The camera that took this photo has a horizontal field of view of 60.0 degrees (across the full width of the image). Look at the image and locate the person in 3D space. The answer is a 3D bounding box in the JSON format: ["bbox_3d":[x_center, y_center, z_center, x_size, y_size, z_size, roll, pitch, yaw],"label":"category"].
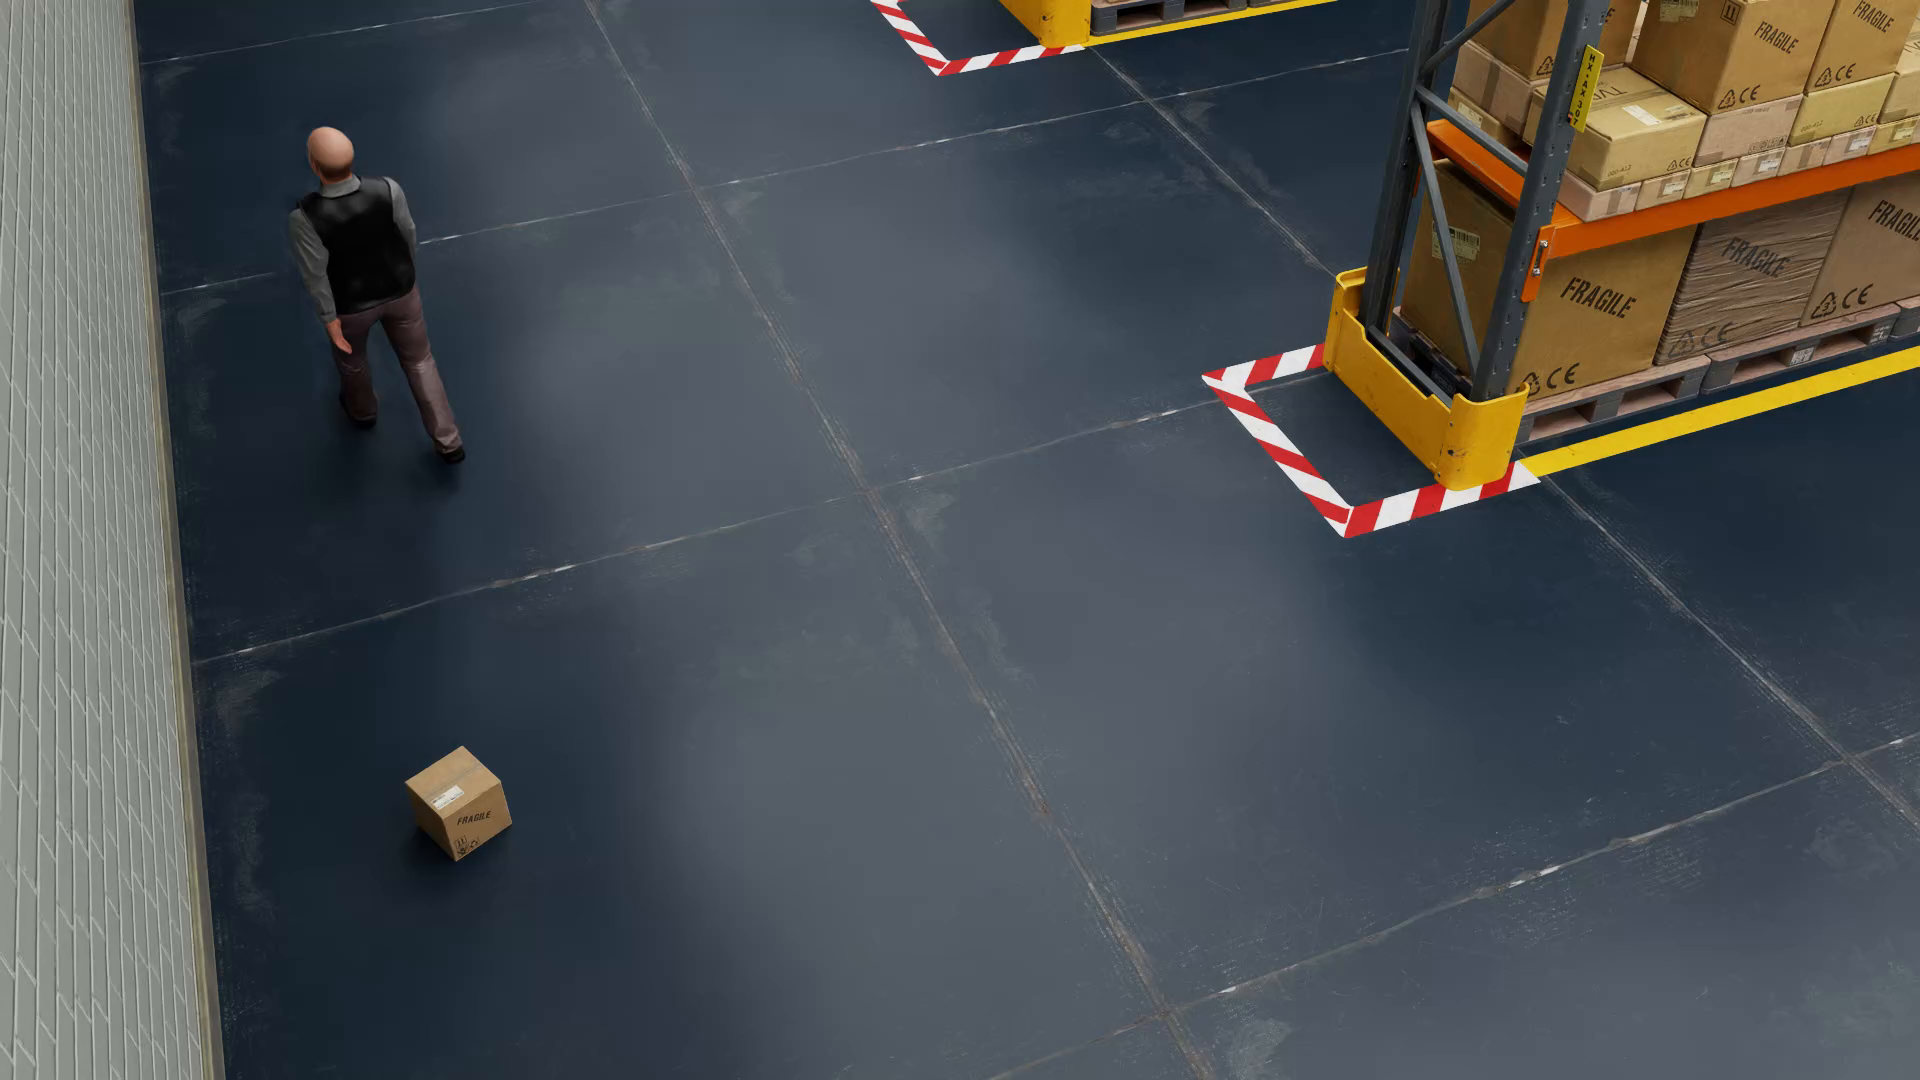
[{"bbox_3d":[-2.672,-1.133,7.466,0.539,1.685,0.905,-22,46,-23],"label":"person"}]
